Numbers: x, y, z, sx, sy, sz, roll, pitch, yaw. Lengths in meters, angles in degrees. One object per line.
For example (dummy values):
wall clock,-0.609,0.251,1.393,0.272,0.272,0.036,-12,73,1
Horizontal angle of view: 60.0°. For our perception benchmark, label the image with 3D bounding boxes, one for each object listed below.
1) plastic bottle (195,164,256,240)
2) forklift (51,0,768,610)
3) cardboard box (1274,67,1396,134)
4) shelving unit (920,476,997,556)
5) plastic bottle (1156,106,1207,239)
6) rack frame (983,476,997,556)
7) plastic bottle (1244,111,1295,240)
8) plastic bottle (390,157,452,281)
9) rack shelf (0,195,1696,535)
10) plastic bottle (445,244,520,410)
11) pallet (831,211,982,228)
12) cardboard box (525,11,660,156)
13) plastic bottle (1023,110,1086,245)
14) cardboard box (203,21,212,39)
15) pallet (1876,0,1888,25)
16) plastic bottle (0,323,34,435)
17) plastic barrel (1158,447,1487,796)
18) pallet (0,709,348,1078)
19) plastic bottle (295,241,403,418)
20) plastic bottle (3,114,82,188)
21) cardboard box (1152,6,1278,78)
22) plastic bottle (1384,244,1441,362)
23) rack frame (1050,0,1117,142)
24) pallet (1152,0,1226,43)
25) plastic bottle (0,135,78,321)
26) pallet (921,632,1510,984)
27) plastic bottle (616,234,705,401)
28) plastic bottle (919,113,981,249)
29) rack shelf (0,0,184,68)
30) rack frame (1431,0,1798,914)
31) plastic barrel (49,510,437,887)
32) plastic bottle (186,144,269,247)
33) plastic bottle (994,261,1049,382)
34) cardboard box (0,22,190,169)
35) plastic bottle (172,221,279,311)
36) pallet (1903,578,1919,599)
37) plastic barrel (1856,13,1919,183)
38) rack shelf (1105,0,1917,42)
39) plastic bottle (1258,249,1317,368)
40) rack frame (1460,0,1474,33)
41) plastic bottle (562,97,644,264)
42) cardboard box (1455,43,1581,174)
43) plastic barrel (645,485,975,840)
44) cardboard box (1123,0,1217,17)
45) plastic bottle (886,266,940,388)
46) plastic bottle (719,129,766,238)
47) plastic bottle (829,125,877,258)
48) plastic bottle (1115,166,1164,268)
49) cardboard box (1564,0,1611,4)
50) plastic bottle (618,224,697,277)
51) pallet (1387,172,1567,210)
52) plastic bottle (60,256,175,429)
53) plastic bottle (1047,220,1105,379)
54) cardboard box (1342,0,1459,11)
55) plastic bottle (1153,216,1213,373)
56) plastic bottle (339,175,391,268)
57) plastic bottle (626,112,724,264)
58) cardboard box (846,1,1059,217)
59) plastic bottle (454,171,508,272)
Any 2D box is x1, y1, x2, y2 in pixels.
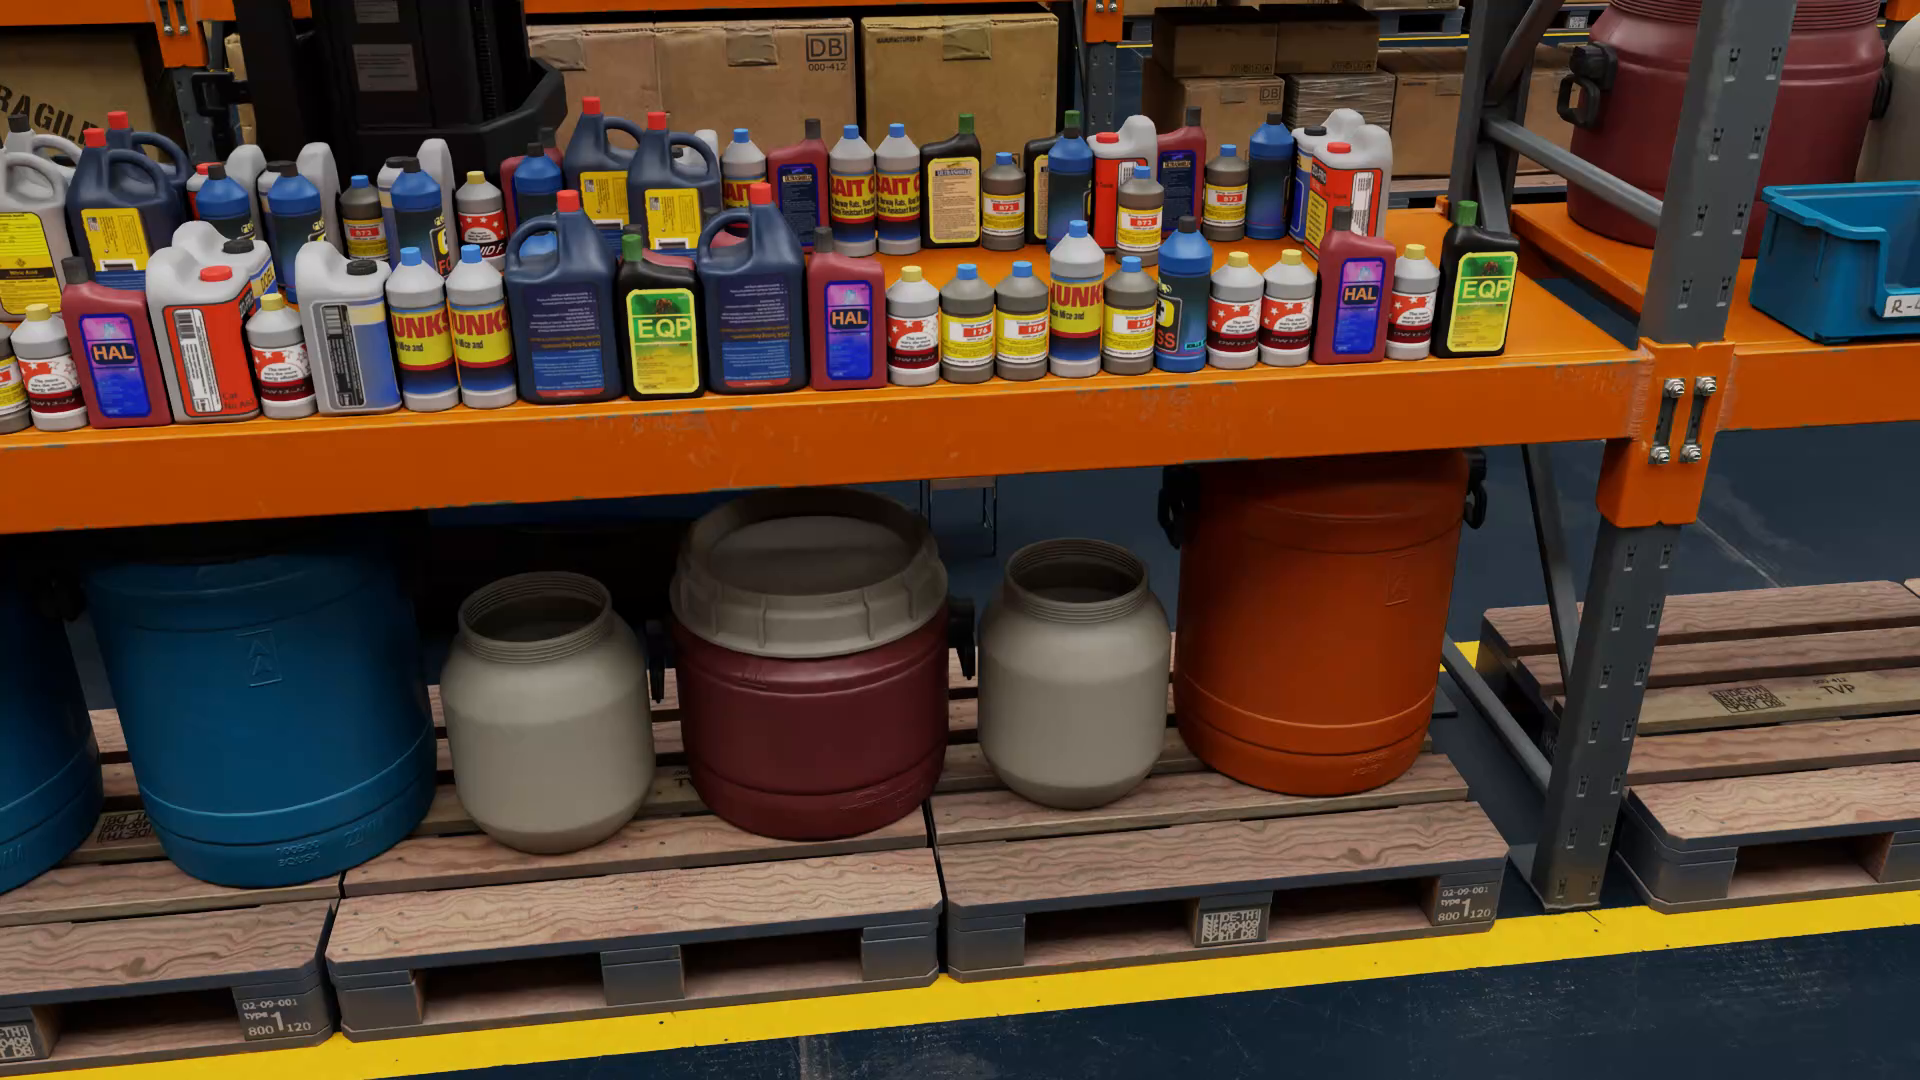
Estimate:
plastic bottle,-1.442,-0.603,3.281,0.097,0.271,0.097,0,27,0
forklift,-1.963,-1.285,4.543,3.031,2.935,1.130,-2,27,-3
cardboard box,1.795,-2.159,8.428,0.500,0.500,0.700,-6,28,-11
shelving unit,-0.008,-0.400,5.044,0.210,0.900,0.258,-4,27,-7
plastic bottle,0.472,-0.810,3.671,0.133,0.283,0.061,-4,27,-7
rack frame,0.093,-0.406,5.056,0.006,0.900,0.240,-4,27,-7
plastic bottle,0.685,-0.810,3.684,0.097,0.271,0.097,0,27,0
plastic bottle,-1.079,-0.627,3.326,0.097,0.271,0.097,0,27,0
rack shelf,-0.703,-0.296,3.330,4.000,0.370,1.077,-4,27,-7
plastic bottle,-0.811,-0.364,2.815,0.097,0.271,0.097,0,27,0
pallet,-0.204,-1.726,8.383,1.213,0.211,1.003,-4,27,-7
cardboard box,-1.858,-2.077,7.879,0.875,0.875,1.225,-5,28,-9
plastic bottle,0.207,-0.793,3.638,0.133,0.283,0.061,-4,27,-7
cardboard box,-5.331,-3.651,11.742,0.250,0.149,0.380,-4,27,-7
pallet,7.137,-4.413,13.620,1.213,0.211,1.003,-4,27,-7
plastic bottle,-1.595,-0.283,2.732,0.097,0.201,0.097,0,27,0
plastic barrel,0.795,0.074,3.737,0.708,0.830,0.600,-4,27,-7
pallet,-1.914,0.721,3.613,1.213,0.211,1.003,-4,27,-7
plastic bottle,-1.026,-0.365,2.811,0.135,0.276,0.152,-4,27,-7
plastic bottle,-1.819,-0.674,3.331,0.185,0.351,0.144,-4,27,-7
cardboard box,1.246,-2.456,8.186,0.500,0.250,0.500,-3,27,-5
plastic bottle,0.819,-0.438,3.035,0.097,0.201,0.097,0,27,0
rack frame,0.587,-2.983,7.777,0.127,3.000,1.000,-4,27,-7
pallet,1.993,-4.083,12.976,1.213,0.211,1.003,-4,27,-7
plastic bottle,-1.799,-0.609,3.204,0.185,0.351,0.144,-4,27,-7
pallet,0.502,0.566,3.916,1.213,0.211,1.003,-4,27,-7
plastic bottle,-0.511,-0.380,2.833,0.133,0.283,0.061,-4,27,-7
plastic bottle,-0.022,-0.778,3.609,0.133,0.283,0.061,-4,27,-7
rack shelf,-5.354,-2.281,7.198,4.000,0.370,1.077,-4,27,-7
rack frame,1.277,-0.744,3.414,0.127,3.000,1.000,-4,27,-7
plastic barrel,-1.441,0.186,3.441,0.708,0.901,0.600,-4,27,-7
plastic bottle,-1.477,-0.661,3.387,0.135,0.276,0.152,-4,27,-7
plastic bottle,0.109,-0.392,2.946,0.097,0.201,0.097,0,27,0
cardboard box,-4.038,-1.964,7.659,0.875,0.875,0.875,-4,27,-7
plastic bottle,-1.277,-0.419,2.917,0.135,0.276,0.152,-4,27,-7
pallet,3.255,0.389,4.260,1.213,0.211,1.003,-4,27,-7
plastic barrel,2.266,-0.955,3.704,0.421,0.512,0.421,0,27,0
rack shelf,2.568,-2.790,8.189,4.000,0.370,1.077,-4,27,-7
plastic bottle,0.591,-0.423,3.006,0.097,0.201,0.097,0,27,0
rack frame,3.957,-5.486,12.656,0.127,3.000,1.000,-4,27,-7
plastic bottle,-0.728,-0.744,3.468,0.185,0.351,0.144,-4,27,-7
cardboard box,2.908,-2.234,8.574,0.500,0.500,0.700,-6,28,-12
plastic barrel,-0.323,0.253,3.653,0.708,0.588,0.600,-4,27,-7
cardboard box,1.477,-4.472,12.685,0.750,0.750,1.050,-3,27,-6
plastic bottle,-0.084,-0.380,2.922,0.097,0.201,0.097,0,27,0
plastic bottle,-0.459,-0.737,3.541,0.097,0.271,0.097,0,27,0
plastic bottle,-0.230,-0.751,3.569,0.097,0.271,0.097,0,27,0
plastic bottle,0.381,-0.689,3.525,0.097,0.201,0.097,0,27,0
cardboard box,4.590,-4.736,13.061,0.875,0.875,0.875,-3,27,-6
plastic bottle,-0.519,-0.408,2.887,0.133,0.283,0.061,-4,27,-7
pallet,2.567,-1.867,8.658,1.213,0.211,1.003,-4,27,-7
plastic bottle,-1.382,-0.324,2.724,0.133,0.283,0.061,-4,27,-7
plastic bottle,0.205,-0.429,2.942,0.097,0.271,0.097,0,27,0
cardboard box,3.355,-4.592,12.917,0.750,0.750,1.050,-4,27,-7
plastic bottle,0.398,-0.442,2.966,0.097,0.271,0.097,0,27,0
plastic bottle,-1.233,-0.656,3.460,0.097,0.201,0.097,0,27,0
plastic bottle,-0.574,-0.684,3.350,0.185,0.351,0.144,-4,27,-7
cardboard box,-0.099,-2.190,8.099,0.875,0.875,1.225,-5,28,-10
plastic bottle,-1.003,-0.670,3.488,0.097,0.201,0.097,0,27,0
